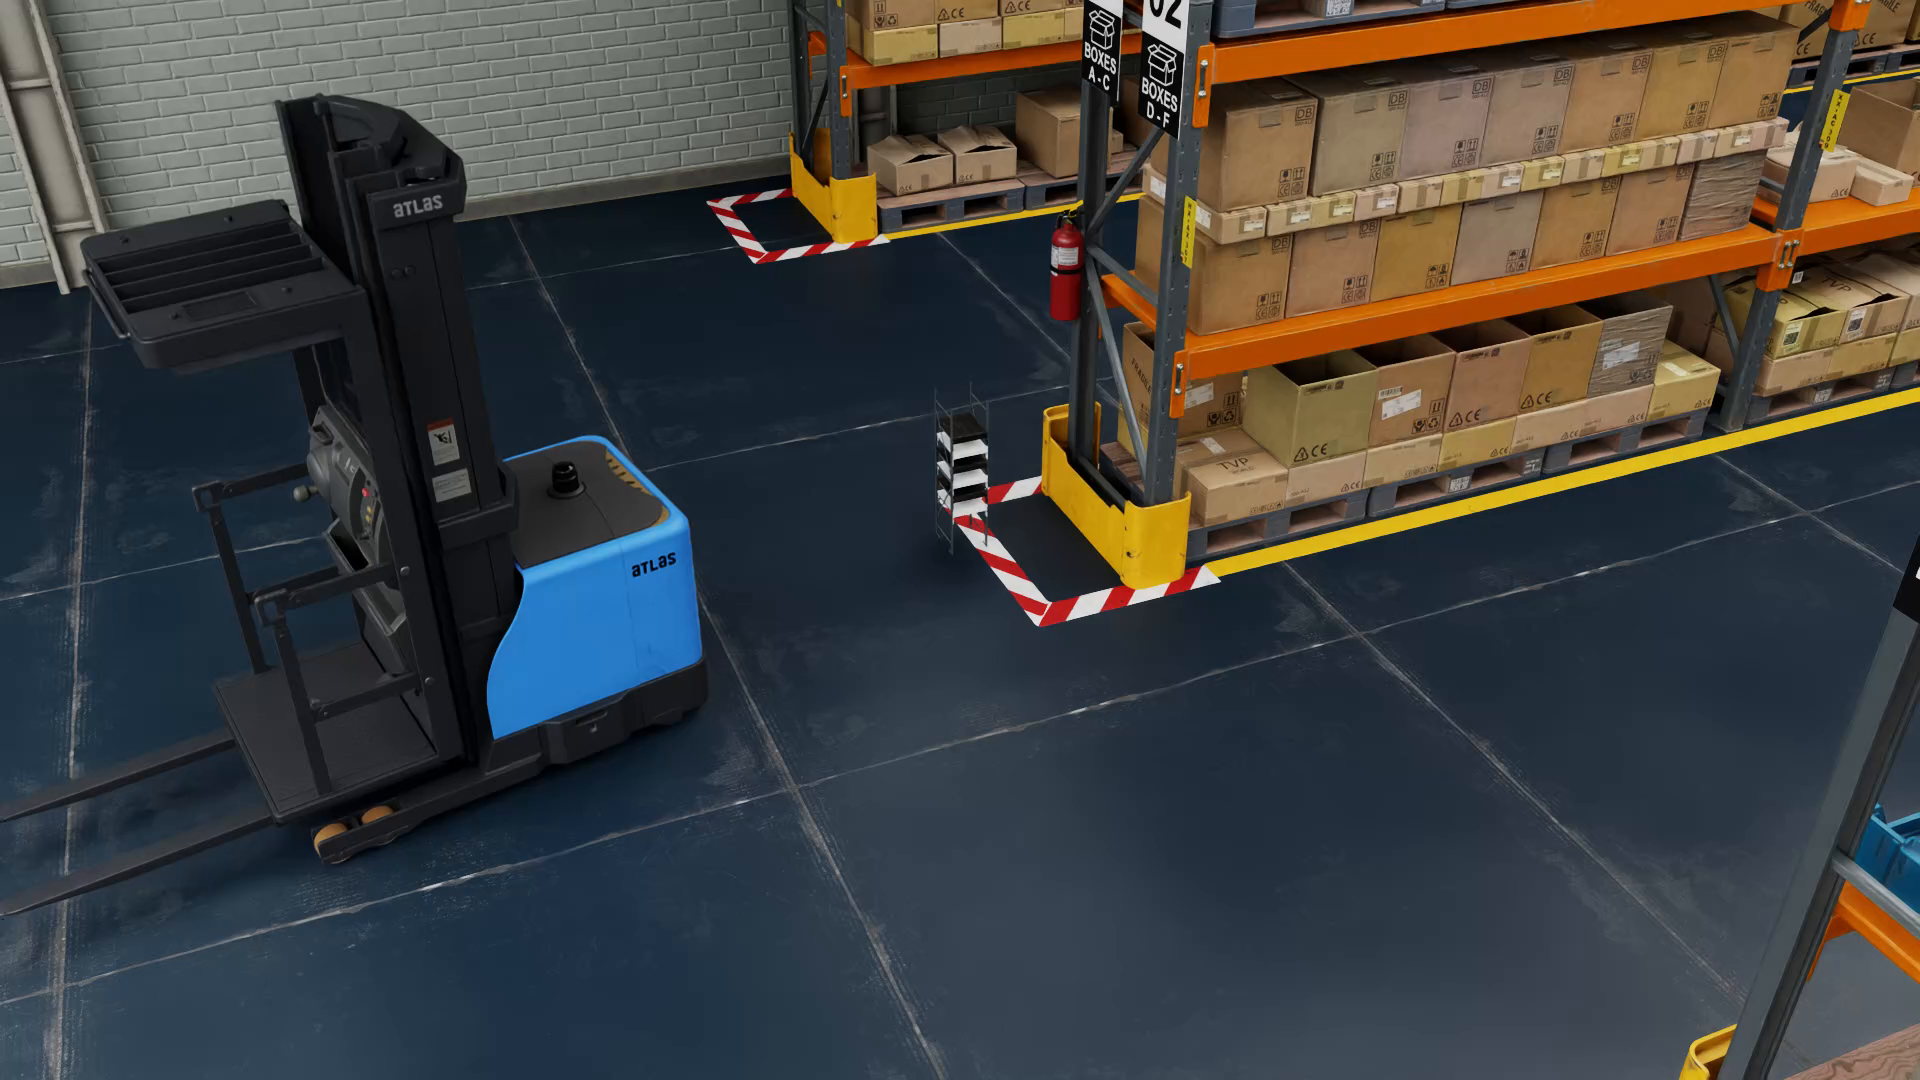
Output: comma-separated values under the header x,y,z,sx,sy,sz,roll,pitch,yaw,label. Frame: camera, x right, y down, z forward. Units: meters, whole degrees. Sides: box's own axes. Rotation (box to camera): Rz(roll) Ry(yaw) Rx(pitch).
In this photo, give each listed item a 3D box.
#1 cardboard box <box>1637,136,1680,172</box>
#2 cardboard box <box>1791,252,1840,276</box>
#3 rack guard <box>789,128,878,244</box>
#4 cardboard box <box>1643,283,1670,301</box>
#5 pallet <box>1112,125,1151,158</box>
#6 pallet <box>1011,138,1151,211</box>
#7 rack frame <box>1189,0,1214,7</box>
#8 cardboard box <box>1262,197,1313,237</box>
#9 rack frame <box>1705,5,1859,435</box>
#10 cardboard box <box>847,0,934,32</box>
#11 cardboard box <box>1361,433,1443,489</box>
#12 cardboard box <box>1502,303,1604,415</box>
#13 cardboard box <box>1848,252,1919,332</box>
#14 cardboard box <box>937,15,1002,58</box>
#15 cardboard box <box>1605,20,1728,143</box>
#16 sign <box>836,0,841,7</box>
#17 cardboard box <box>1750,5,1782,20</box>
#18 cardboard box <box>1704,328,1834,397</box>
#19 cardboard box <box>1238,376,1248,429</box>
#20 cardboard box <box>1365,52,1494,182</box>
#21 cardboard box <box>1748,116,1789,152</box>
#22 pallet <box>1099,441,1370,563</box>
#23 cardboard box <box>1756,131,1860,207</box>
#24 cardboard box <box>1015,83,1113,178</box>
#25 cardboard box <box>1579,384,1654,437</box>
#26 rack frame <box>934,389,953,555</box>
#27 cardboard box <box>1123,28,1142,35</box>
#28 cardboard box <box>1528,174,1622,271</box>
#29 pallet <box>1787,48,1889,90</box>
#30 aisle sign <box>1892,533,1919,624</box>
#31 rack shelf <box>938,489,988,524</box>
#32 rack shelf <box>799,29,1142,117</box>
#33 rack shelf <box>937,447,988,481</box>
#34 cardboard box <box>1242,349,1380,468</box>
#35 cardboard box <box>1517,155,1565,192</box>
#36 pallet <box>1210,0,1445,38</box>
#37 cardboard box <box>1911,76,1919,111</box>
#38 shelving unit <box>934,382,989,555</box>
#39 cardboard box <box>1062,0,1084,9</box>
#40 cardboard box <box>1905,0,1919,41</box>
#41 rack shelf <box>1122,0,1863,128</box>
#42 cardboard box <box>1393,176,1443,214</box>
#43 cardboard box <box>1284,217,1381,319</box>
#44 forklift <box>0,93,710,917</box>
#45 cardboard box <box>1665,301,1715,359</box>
x,y,z,sx,sy,sz,roll,pitch,yaw,label
3.666,-2.150,9.035,0.250,0.149,0.380,-13,35,-19,cardboard box
5.284,-1.766,10.754,0.500,0.311,0.500,-12,35,-18,cardboard box
-0.995,-2.779,12.980,0.348,0.500,1.175,-13,35,-19,rack guard
3.996,-1.562,10.267,0.500,0.500,0.500,-13,35,-19,cardboard box
2.018,-3.327,14.087,1.213,0.211,1.003,-13,35,-19,pallet
0.891,-3.067,13.688,1.213,0.211,1.003,-13,35,-19,pallet
0.856,-3.835,6.811,0.127,3.000,1.000,-13,35,-19,rack frame
1.544,-1.666,8.291,0.250,0.149,0.380,-14,36,-20,cardboard box
4.545,-2.165,9.745,0.127,3.000,1.000,-13,35,-19,rack frame
-0.508,-4.020,12.027,0.500,0.500,0.500,-13,35,-19,cardboard box
2.358,-0.558,9.411,0.500,0.250,0.500,-13,35,-19,cardboard box
3.277,-1.088,9.538,0.500,0.500,0.500,-13,35,-19,cardboard box
5.962,-1.598,10.496,0.500,0.311,0.500,-14,36,-20,cardboard box
-0.019,-3.816,12.402,0.500,0.250,0.500,-14,36,-20,cardboard box
3.672,-2.546,9.050,0.500,0.500,0.700,-13,35,-19,cardboard box
-0.855,-3.900,11.618,0.005,0.325,0.100,-13,35,-19,sign
7.040,-4.864,15.479,0.750,0.750,0.750,-13,35,-20,cardboard box
5.012,-1.149,10.319,0.500,0.250,0.500,-14,35,-20,cardboard box
1.693,-0.717,9.656,0.500,0.250,0.500,-13,35,-19,cardboard box
2.288,-2.230,8.563,0.500,0.500,0.700,-13,35,-19,cardboard box
4.377,-2.313,9.287,0.250,0.149,0.380,-13,35,-19,cardboard box
1.545,-0.334,9.488,1.213,0.211,1.003,-13,35,-19,pallet
4.982,-2.228,9.979,0.500,0.250,0.500,-11,35,-16,cardboard box
0.829,-3.298,13.375,0.500,0.500,0.700,-15,36,-22,cardboard box
3.737,-0.880,9.906,0.500,0.250,0.500,-13,35,-19,cardboard box
-0.086,-0.357,8.892,0.006,0.900,0.240,-13,35,-19,rack frame
1.384,-4.133,12.889,0.500,0.250,0.500,-13,35,-19,cardboard box
3.190,-1.891,9.233,0.500,0.500,0.700,-12,35,-18,cardboard box
8.191,-4.715,16.220,1.213,0.211,1.003,-13,35,-19,pallet
2.589,-0.052,4.115,0.004,0.787,0.394,-13,35,-19,aisle sign
0.007,-0.200,9.041,0.200,0.077,0.258,-13,35,-19,rack shelf
0.779,-3.931,13.119,4.000,0.370,1.077,-13,35,-19,rack shelf
0.007,-0.426,8.894,0.200,0.077,0.258,-13,35,-19,rack shelf
1.897,-0.766,9.043,0.500,0.500,0.500,-13,35,-19,cardboard box
2.962,-1.989,8.787,0.250,0.149,0.380,-12,35,-17,cardboard box
1.518,-2.677,7.862,1.213,0.211,1.003,-13,35,-19,pallet
6.207,-2.578,10.287,0.500,0.500,0.500,-13,35,-19,cardboard box
0.007,-0.379,8.925,0.210,0.900,0.258,-13,35,-19,shelving unit
0.902,-4.340,12.520,0.500,0.500,0.500,-12,35,-17,cardboard box
9.451,-5.416,16.328,0.750,0.750,0.750,-12,35,-18,cardboard box
2.700,-2.698,8.474,4.000,0.370,1.077,-13,35,-19,rack shelf
2.253,-1.827,8.540,0.250,0.149,0.380,-14,36,-21,cardboard box
1.774,-1.568,8.735,0.500,0.500,0.700,-12,35,-18,cardboard box
-2.695,-0.186,6.767,3.031,2.935,1.130,-20,38,-28,forklift
4.815,-1.422,10.739,0.500,0.250,0.500,-13,35,-19,cardboard box
